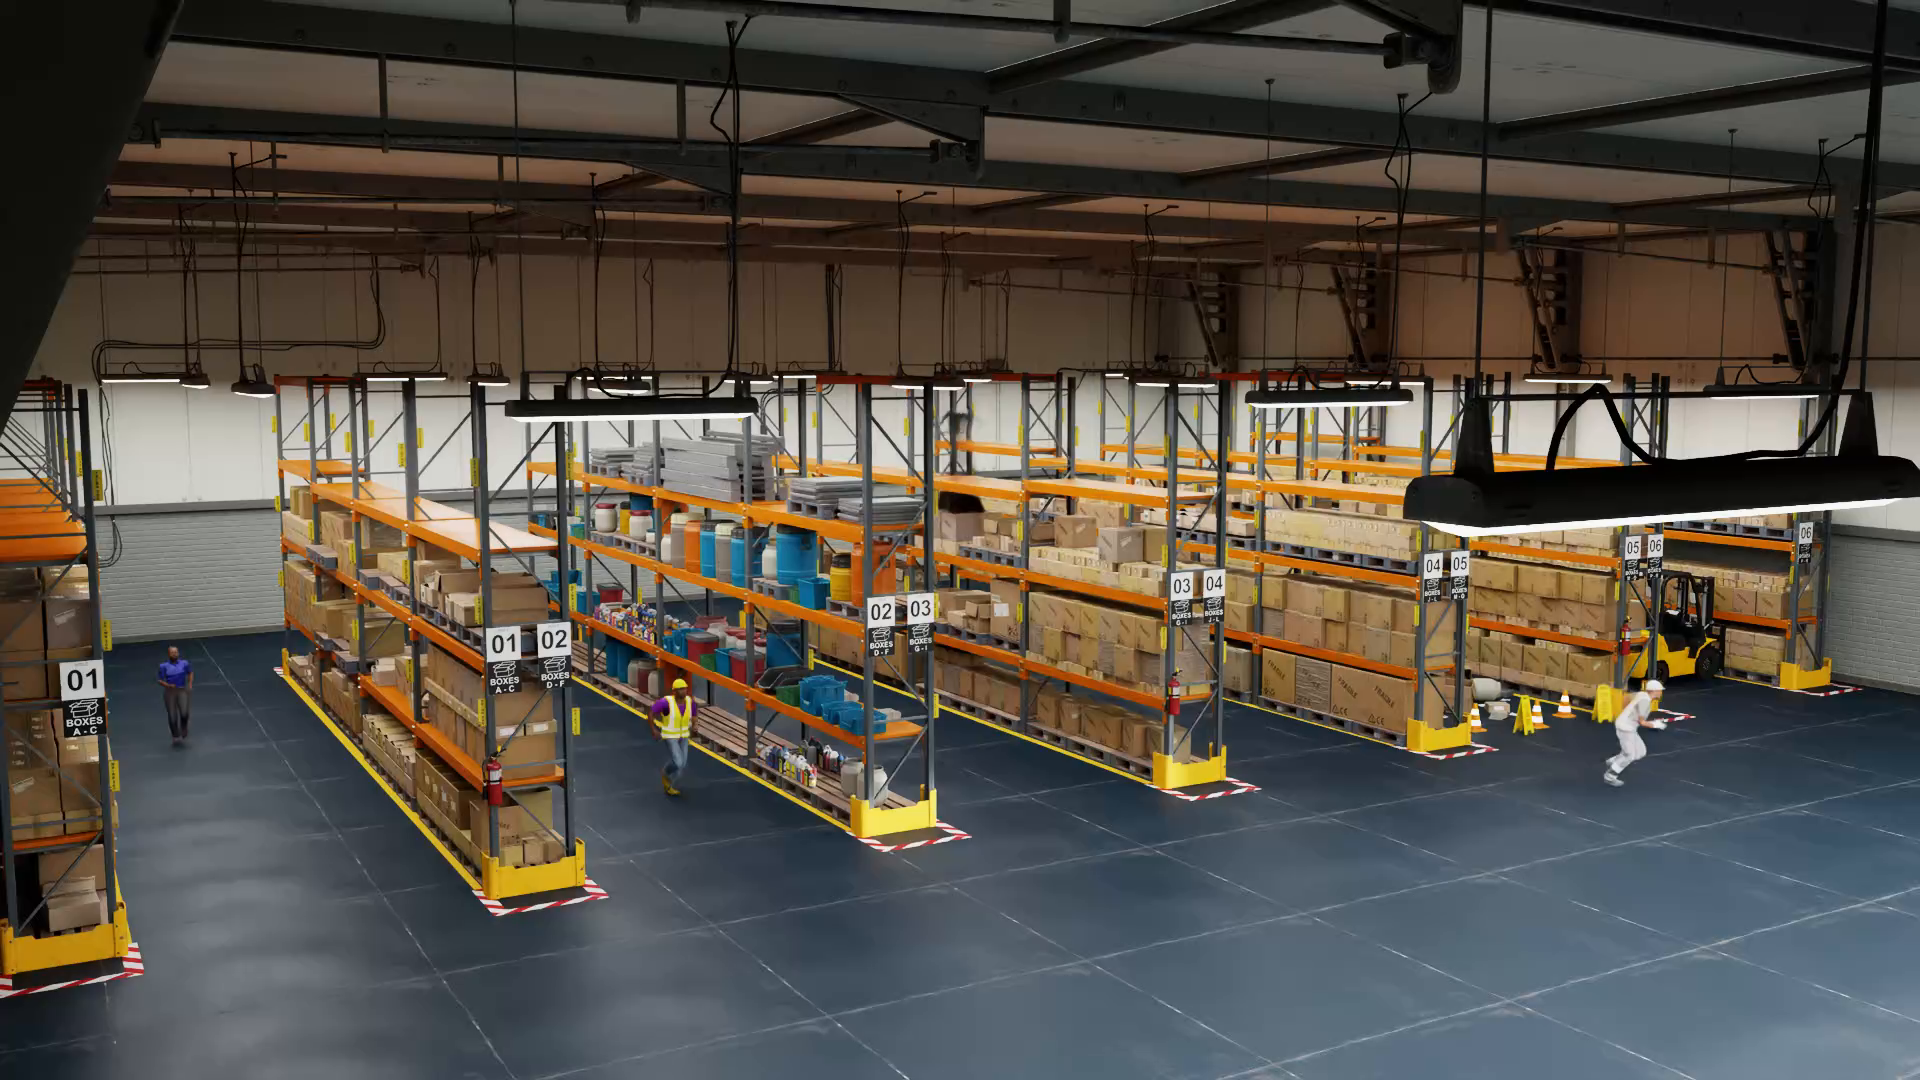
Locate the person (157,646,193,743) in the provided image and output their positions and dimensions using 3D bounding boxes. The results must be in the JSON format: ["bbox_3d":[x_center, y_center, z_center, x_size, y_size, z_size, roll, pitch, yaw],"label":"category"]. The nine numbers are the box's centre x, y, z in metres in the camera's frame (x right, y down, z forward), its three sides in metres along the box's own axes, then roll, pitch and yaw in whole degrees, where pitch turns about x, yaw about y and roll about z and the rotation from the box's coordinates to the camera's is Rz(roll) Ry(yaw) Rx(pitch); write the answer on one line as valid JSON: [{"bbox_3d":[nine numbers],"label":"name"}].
[{"bbox_3d":[-12.844,2.545,27.283,0.561,1.618,0.562,-4,7,-31],"label":"person"}]

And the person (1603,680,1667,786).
[{"bbox_3d":[10.003,2.846,24.627,0.830,1.603,0.695,2,7,18],"label":"person"}]

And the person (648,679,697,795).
[{"bbox_3d":[-4.072,2.852,23.990,0.696,1.711,0.623,-6,8,-41],"label":"person"}]
